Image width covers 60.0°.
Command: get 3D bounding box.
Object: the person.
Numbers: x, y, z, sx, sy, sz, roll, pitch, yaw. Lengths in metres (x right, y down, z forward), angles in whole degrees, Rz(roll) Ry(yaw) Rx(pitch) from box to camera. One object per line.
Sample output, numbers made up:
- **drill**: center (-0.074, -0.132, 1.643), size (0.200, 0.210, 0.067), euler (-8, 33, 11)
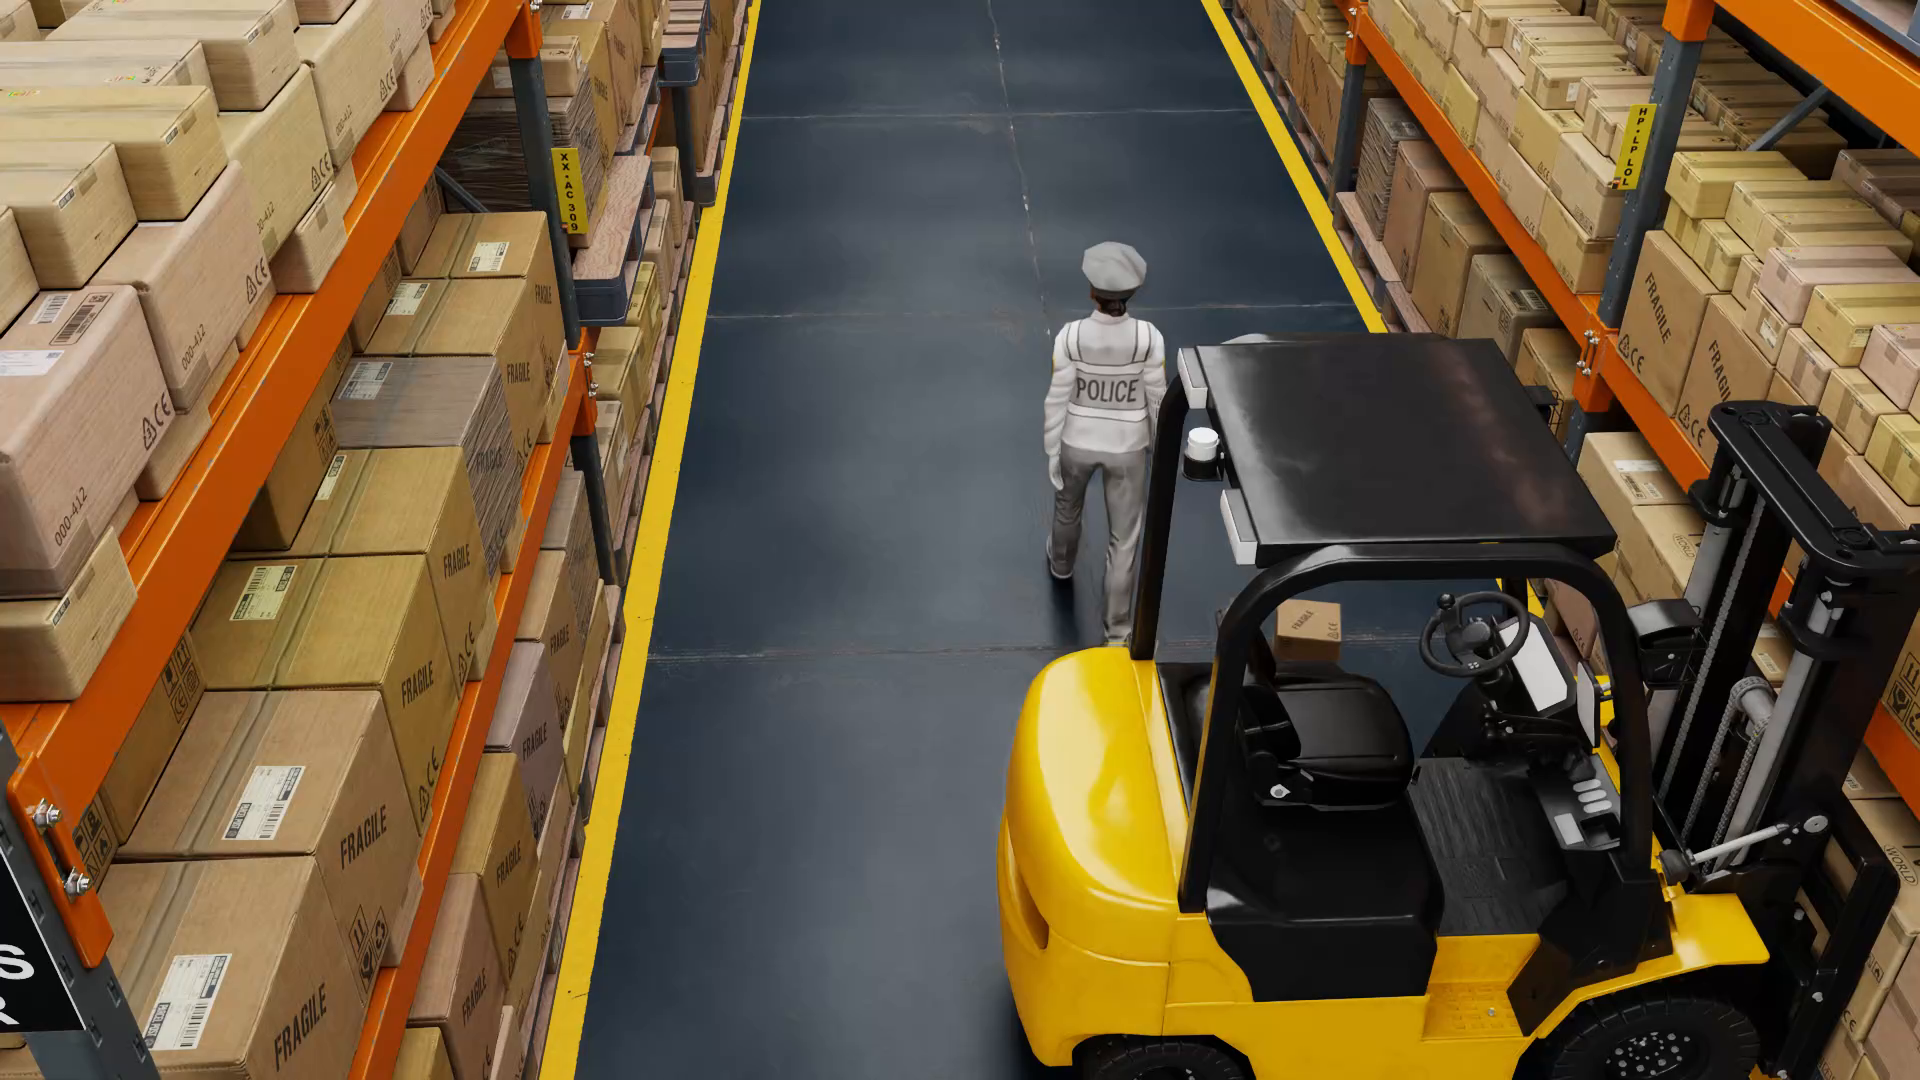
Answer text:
- **person**: center (0.591, -0.373, 6.652), size (0.554, 1.648, 0.916), euler (6, 36, 9)
